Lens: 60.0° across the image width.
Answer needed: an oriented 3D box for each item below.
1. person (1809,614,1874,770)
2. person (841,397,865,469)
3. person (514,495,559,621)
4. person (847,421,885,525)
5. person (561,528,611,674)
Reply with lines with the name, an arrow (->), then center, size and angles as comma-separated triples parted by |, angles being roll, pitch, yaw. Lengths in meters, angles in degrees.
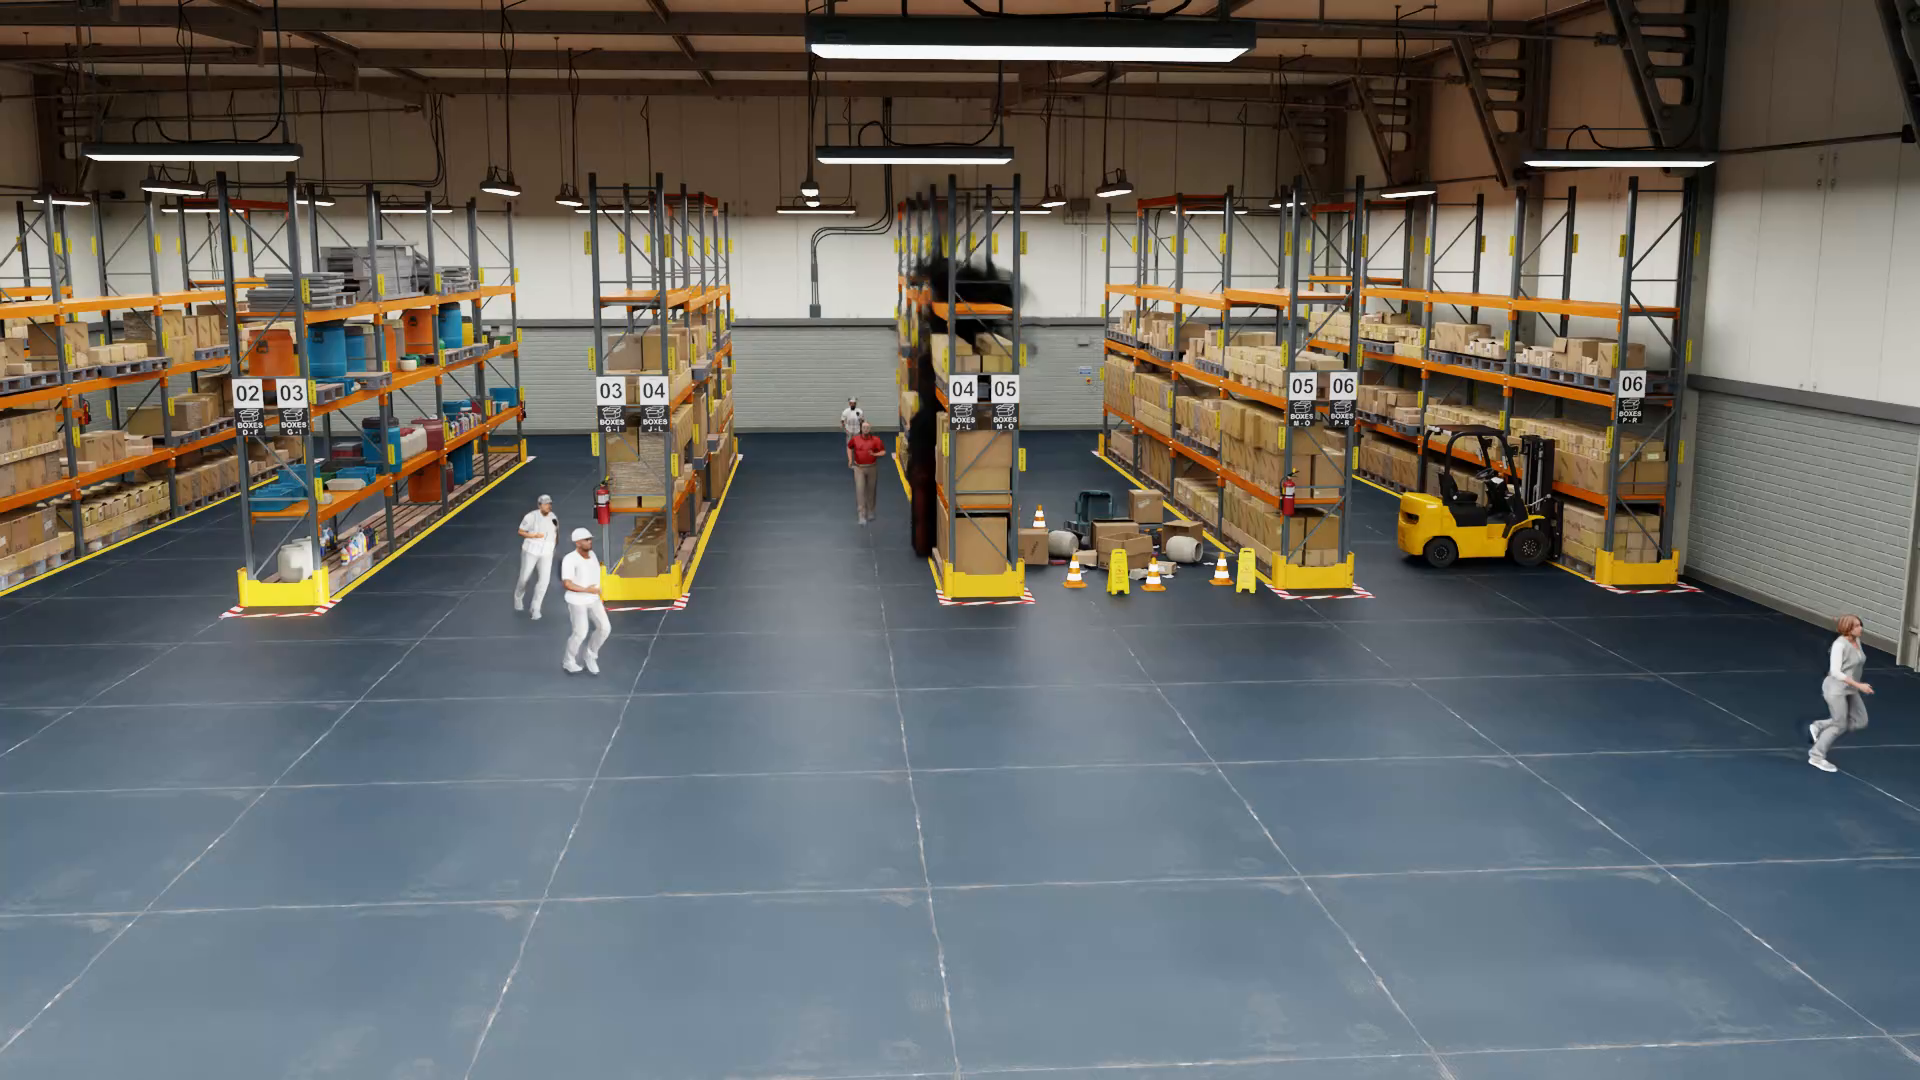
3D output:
person -> 8.504, 1.466, 15.977 | 0.567, 1.557, 0.593 | -8, 13, -37
person -> -2.439, -2.462, 37.985 | 0.555, 1.647, 0.593 | -2, 10, -9
person -> -5.772, 0.208, 22.842 | 0.641, 1.676, 0.824 | -5, 11, -28
person -> -1.609, -1.157, 28.578 | 0.661, 1.768, 0.918 | -1, 10, -5
person -> -4.388, 0.736, 19.566 | 0.695, 1.789, 0.724 | 5, 11, 28
